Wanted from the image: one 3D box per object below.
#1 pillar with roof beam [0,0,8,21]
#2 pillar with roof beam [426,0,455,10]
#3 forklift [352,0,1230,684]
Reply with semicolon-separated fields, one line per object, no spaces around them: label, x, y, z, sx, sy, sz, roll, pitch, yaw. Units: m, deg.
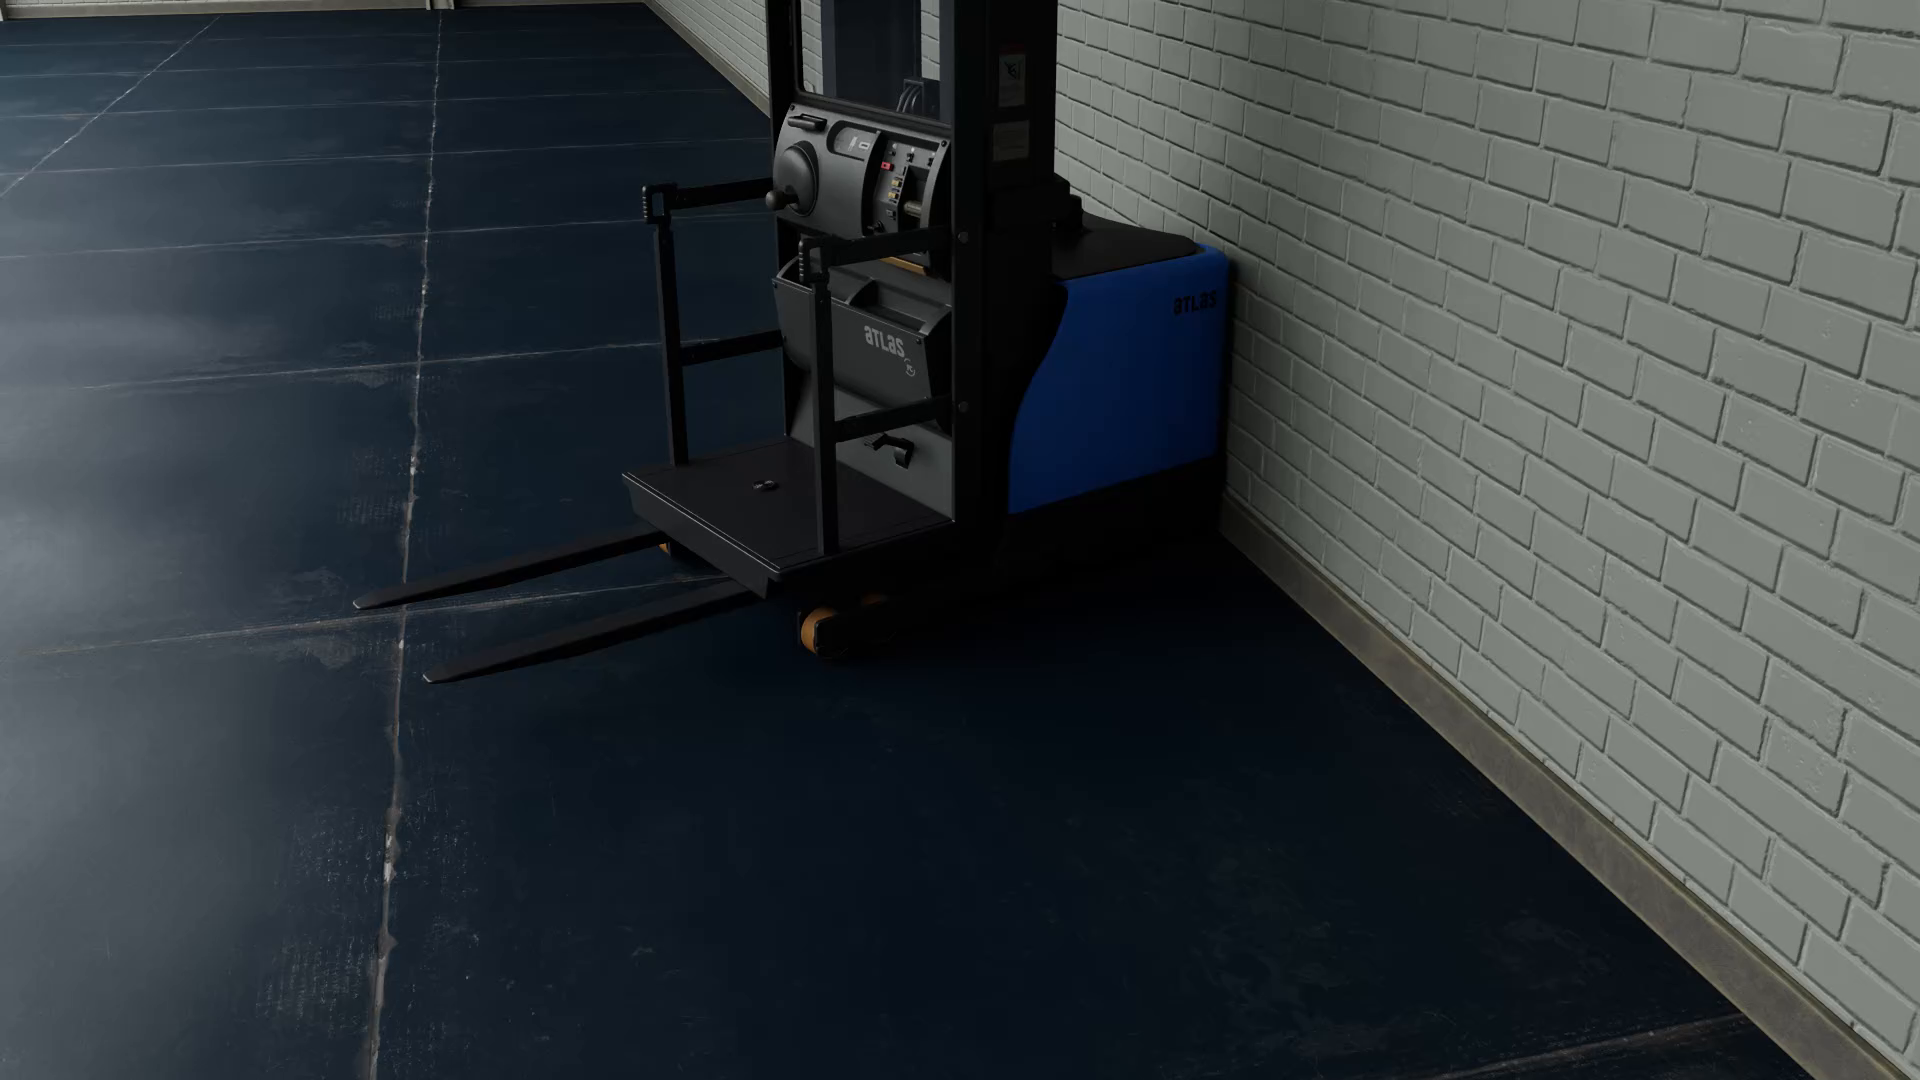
pillar with roof beam;-12.273;-9.707;17.460;0.400;9.000;9.100;-6;24;-14
pillar with roof beam;-6.496;-10.346;18.949;0.400;9.000;9.100;-6;24;-14
forklift;-0.501;-1.199;5.327;3.031;2.935;1.130;-16;28;-33
